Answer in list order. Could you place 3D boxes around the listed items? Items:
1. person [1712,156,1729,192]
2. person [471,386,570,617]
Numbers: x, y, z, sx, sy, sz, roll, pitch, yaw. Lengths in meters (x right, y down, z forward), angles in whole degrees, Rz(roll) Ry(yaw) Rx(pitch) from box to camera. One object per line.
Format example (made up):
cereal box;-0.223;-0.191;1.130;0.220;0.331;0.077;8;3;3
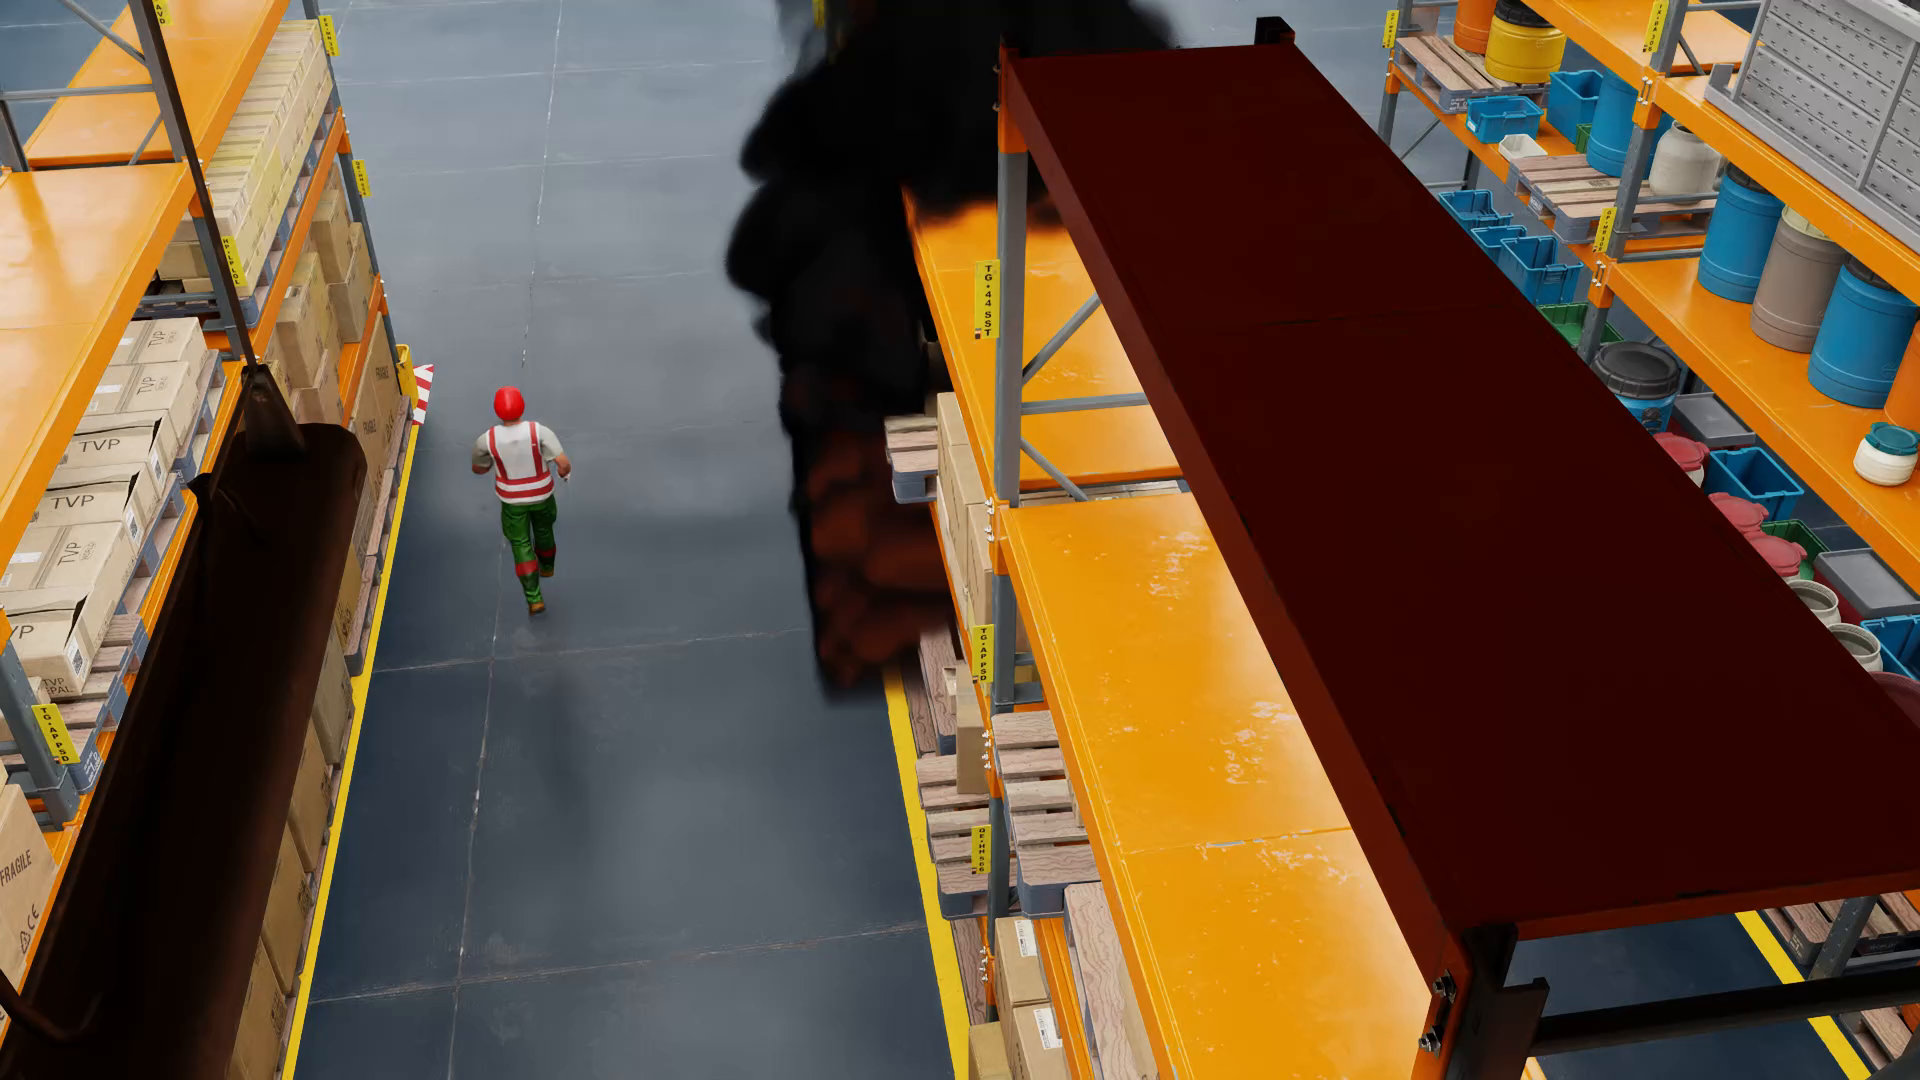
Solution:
person;8.224;-4.232;17.816;0.600;1.693;0.698;12;38;15
person;-3.105;-0.327;11.901;0.666;1.801;0.903;-10;37;-13
